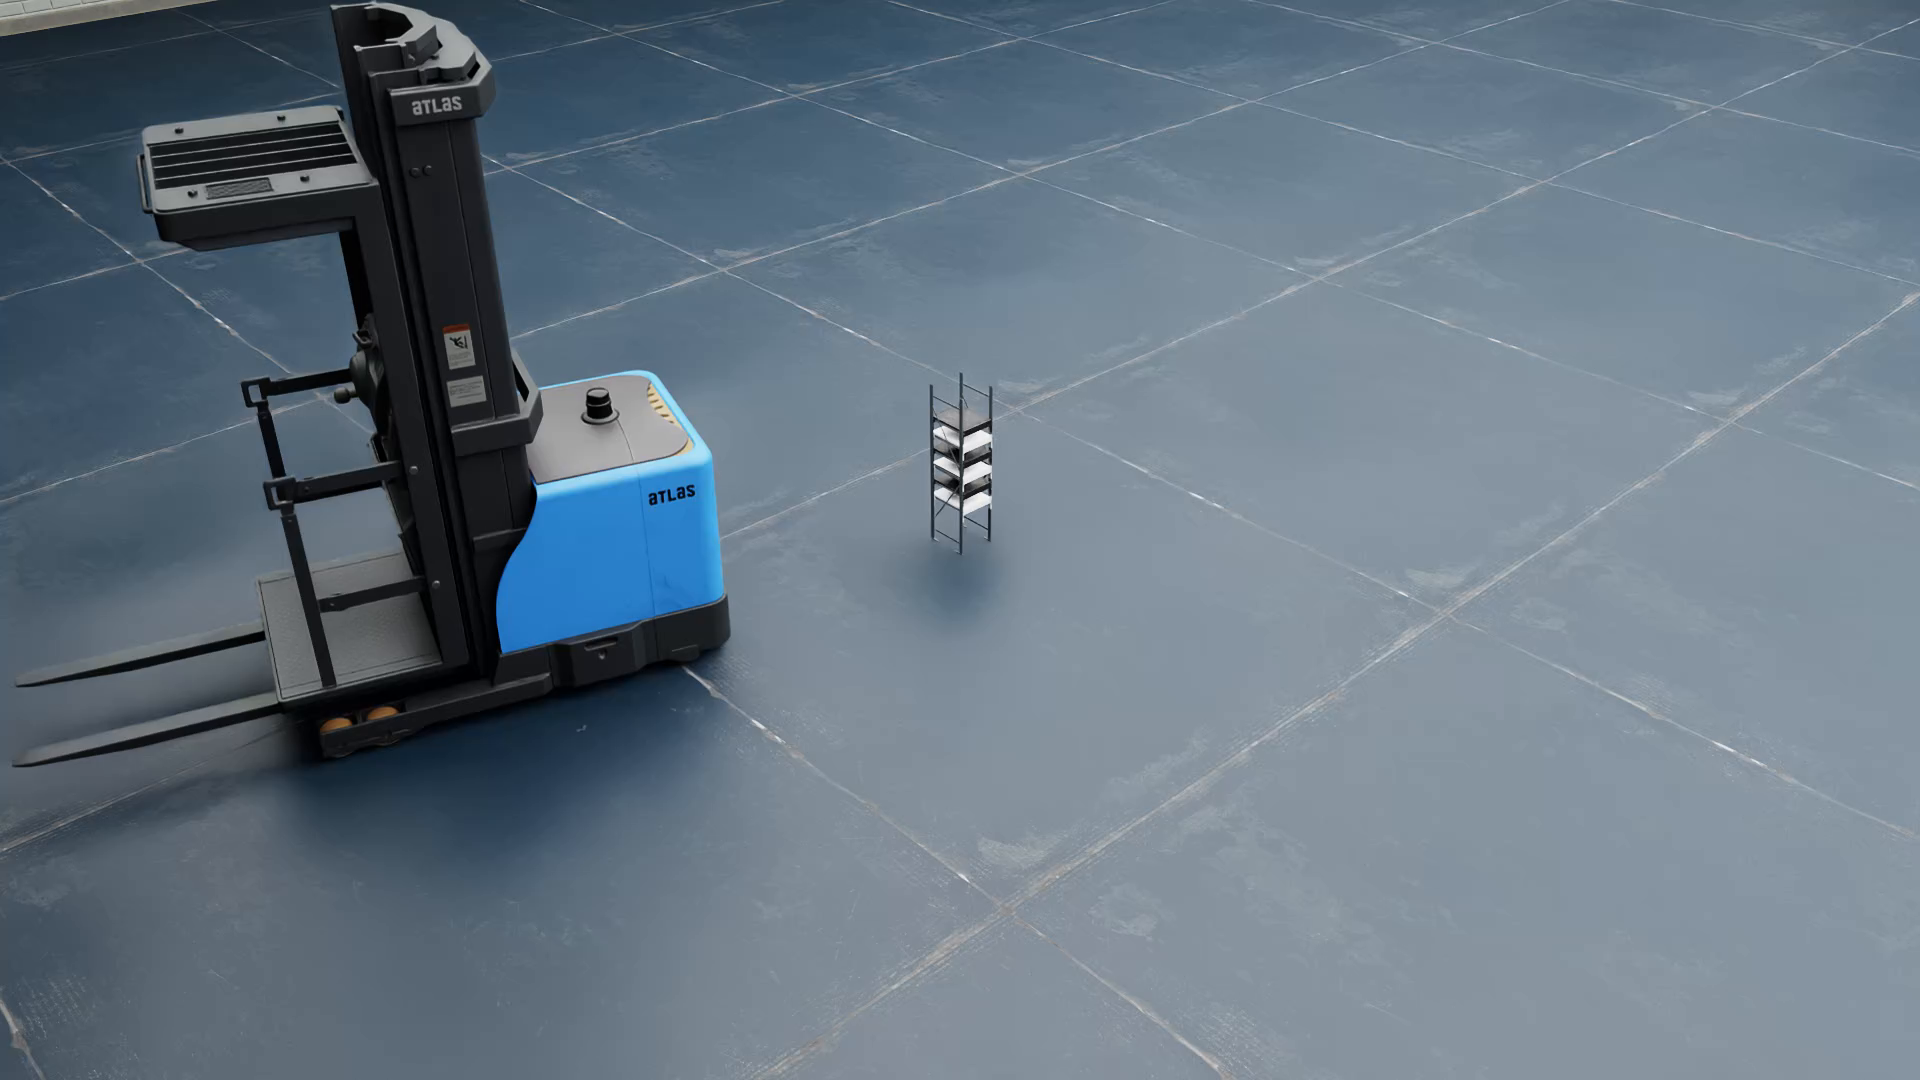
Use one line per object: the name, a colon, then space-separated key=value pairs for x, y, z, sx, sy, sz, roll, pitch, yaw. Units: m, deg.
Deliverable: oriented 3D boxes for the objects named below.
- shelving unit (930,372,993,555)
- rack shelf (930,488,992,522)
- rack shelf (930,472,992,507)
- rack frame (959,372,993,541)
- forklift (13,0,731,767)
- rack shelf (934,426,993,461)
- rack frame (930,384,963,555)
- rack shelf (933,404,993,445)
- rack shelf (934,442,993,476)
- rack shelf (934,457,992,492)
shelving unit: x=0.006 y=-0.387 z=8.520 sx=0.210 sy=0.900 sz=0.258 roll=-26 pitch=40 yaw=-35
rack shelf: x=0.006 y=-0.205 z=8.631 sx=0.200 sy=0.077 sz=0.258 roll=-26 pitch=40 yaw=-35
rack shelf: x=0.006 y=-0.282 z=8.584 sx=0.200 sy=0.077 sz=0.258 roll=-26 pitch=40 yaw=-35
rack frame: x=0.081 y=-0.423 z=8.579 sx=0.006 sy=0.900 sz=0.240 roll=-26 pitch=40 yaw=-35
forklift: x=-2.646 y=-0.624 z=6.961 sx=3.031 sy=2.935 sz=1.130 roll=-14 pitch=34 yaw=-21
rack shelf: x=0.006 y=-0.512 z=8.443 sx=0.200 sy=0.077 sz=0.258 roll=-26 pitch=40 yaw=-35
rack frame: x=-0.069 y=-0.351 z=8.461 sx=0.006 sy=0.900 sz=0.240 roll=-26 pitch=40 yaw=-35
rack shelf: x=0.006 y=-0.589 z=8.396 sx=0.200 sy=0.077 sz=0.258 roll=-26 pitch=40 yaw=-35
rack shelf: x=0.006 y=-0.435 z=8.490 sx=0.200 sy=0.077 sz=0.258 roll=-26 pitch=40 yaw=-35
rack shelf: x=0.006 y=-0.358 z=8.537 sx=0.200 sy=0.077 sz=0.258 roll=-26 pitch=40 yaw=-35
